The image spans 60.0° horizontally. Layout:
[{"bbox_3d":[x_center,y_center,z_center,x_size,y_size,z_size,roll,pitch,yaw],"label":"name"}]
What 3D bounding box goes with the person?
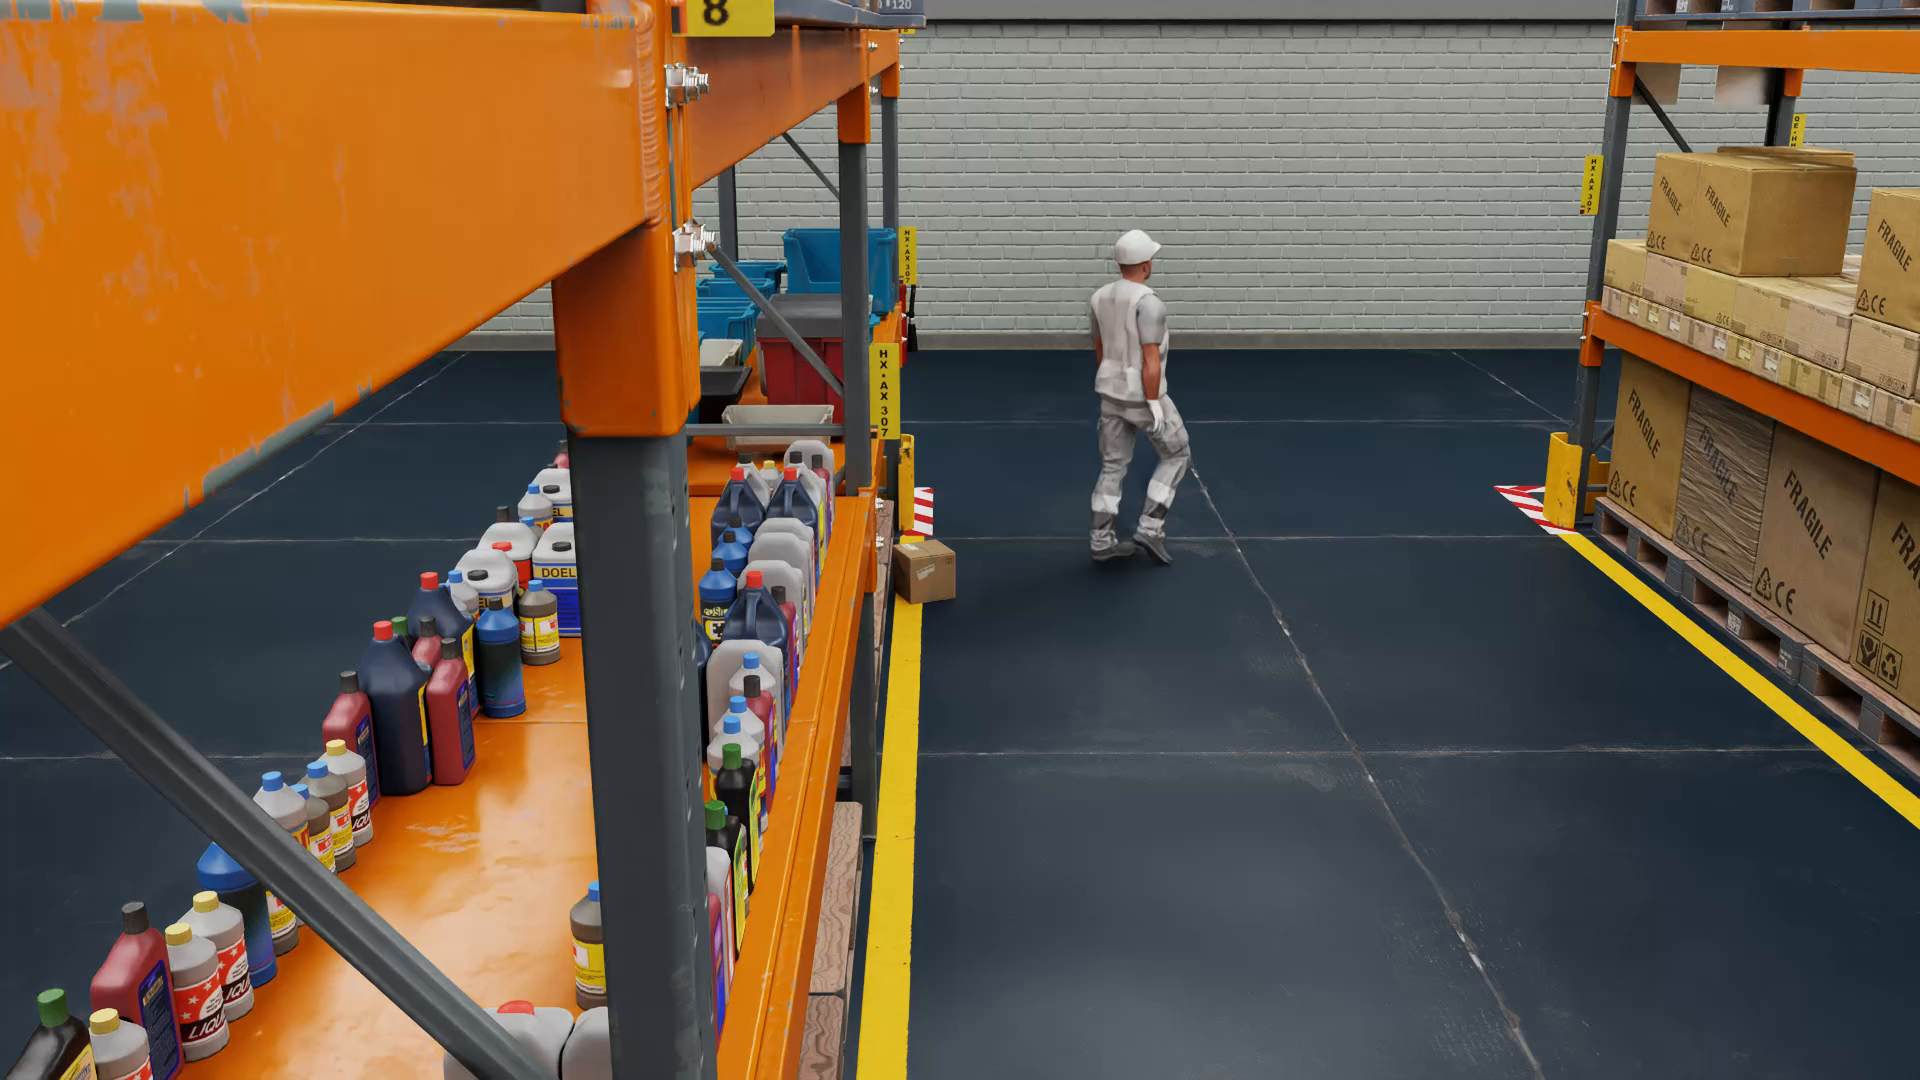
[{"bbox_3d":[0.952,-0.737,8.905,0.511,1.834,0.592,-14,22,-39],"label":"person"}]
